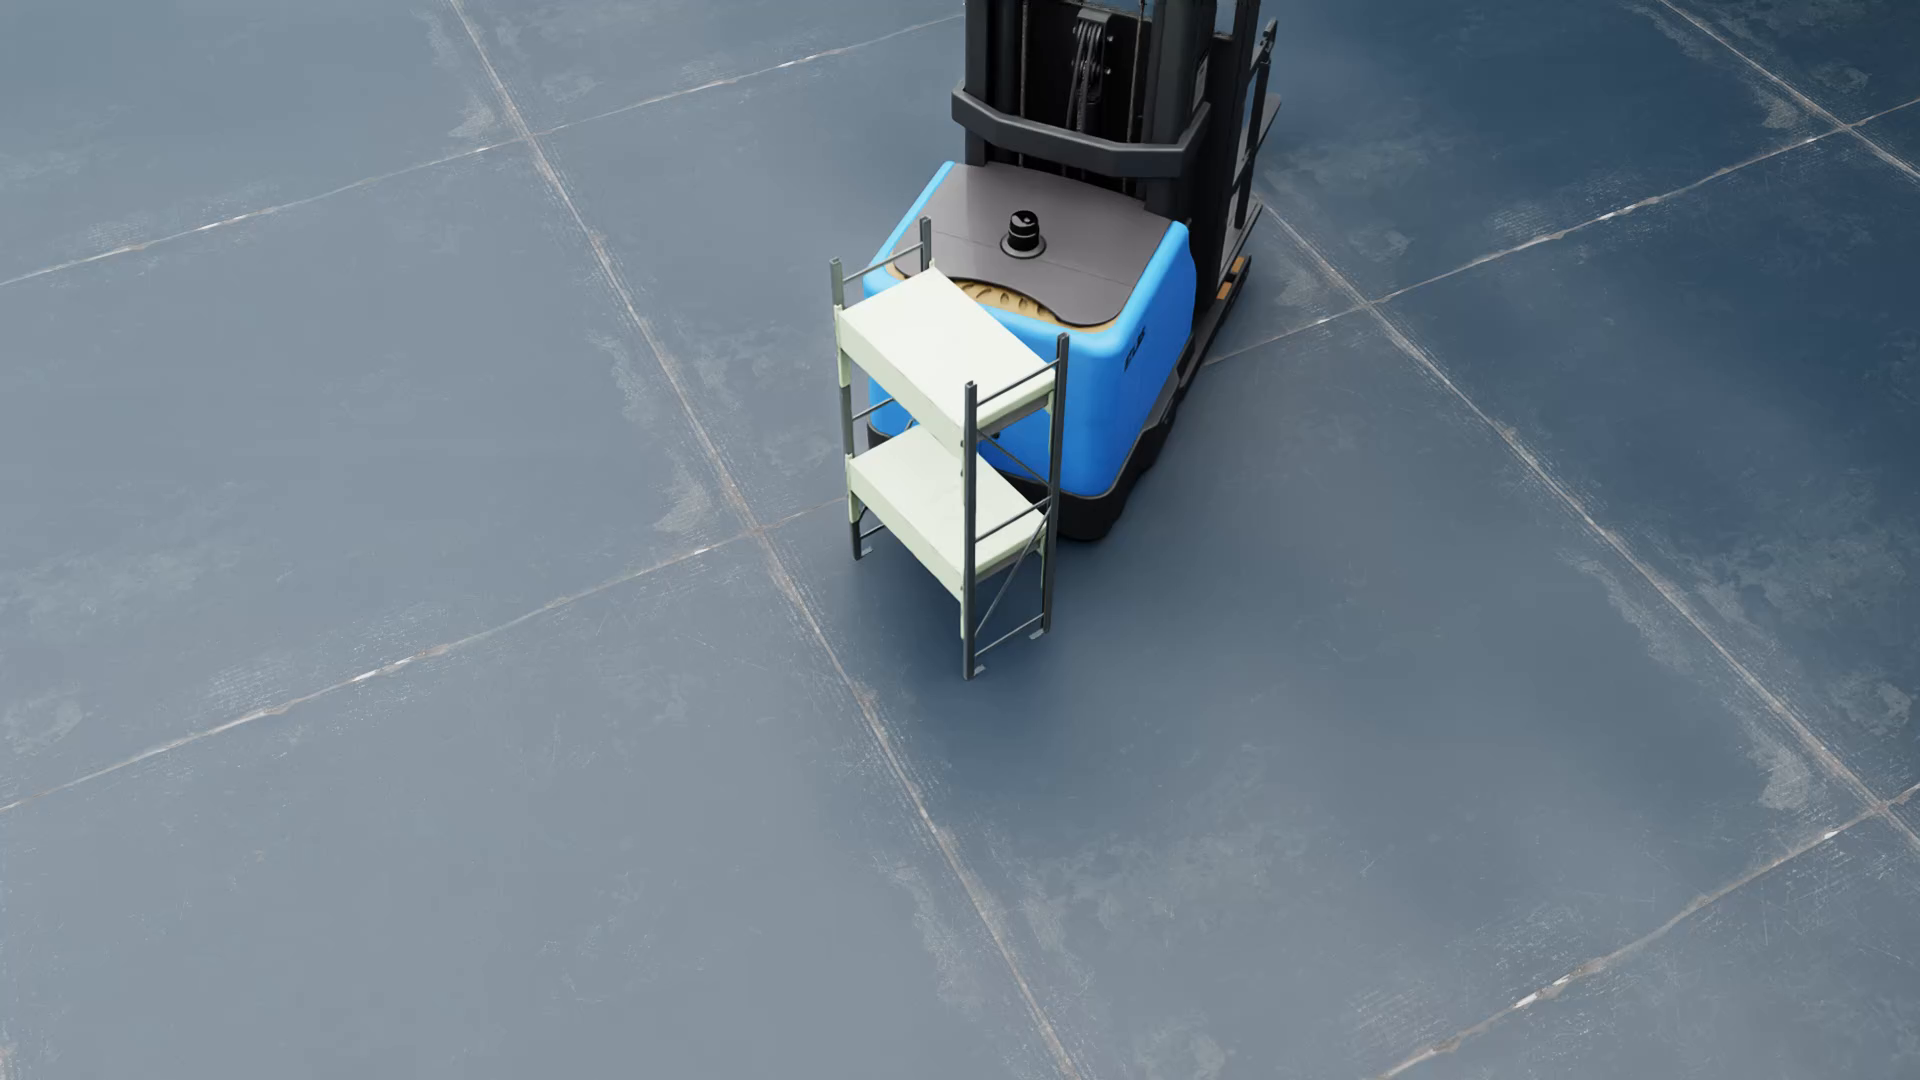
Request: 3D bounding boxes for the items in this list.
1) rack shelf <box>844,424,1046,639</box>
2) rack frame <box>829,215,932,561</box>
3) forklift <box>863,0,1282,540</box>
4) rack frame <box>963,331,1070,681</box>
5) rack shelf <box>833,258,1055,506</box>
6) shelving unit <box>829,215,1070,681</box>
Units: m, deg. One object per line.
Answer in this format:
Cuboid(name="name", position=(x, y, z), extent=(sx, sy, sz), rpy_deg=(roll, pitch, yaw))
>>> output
Cuboid(name="rack shelf", position=(-0.042, -0.071, 6.141), extent=(0.431, 0.370, 0.720), rpy_deg=(-30, 55, -23))
Cuboid(name="rack frame", position=(-0.263, -0.505, 6.088), extent=(0.400, 1.500, 0.023), rpy_deg=(-30, 55, -23))
Cuboid(name="forklift", position=(0.683, -2.093, 6.526), extent=(1.130, 2.935, 3.031), rpy_deg=(18, 51, 15))
Cuboid(name="rack frame", position=(0.179, -0.066, 5.704), extent=(0.400, 1.500, 0.023), rpy_deg=(-30, 55, -23))
Cuboid(name="rack shelf", position=(-0.042, -0.543, 5.602), extent=(0.431, 0.370, 0.720), rpy_deg=(-30, 55, -23))
Cuboid(name="shelving unit", position=(-0.042, -0.286, 5.896), extent=(0.431, 1.500, 0.755), rpy_deg=(-30, 55, -23))
